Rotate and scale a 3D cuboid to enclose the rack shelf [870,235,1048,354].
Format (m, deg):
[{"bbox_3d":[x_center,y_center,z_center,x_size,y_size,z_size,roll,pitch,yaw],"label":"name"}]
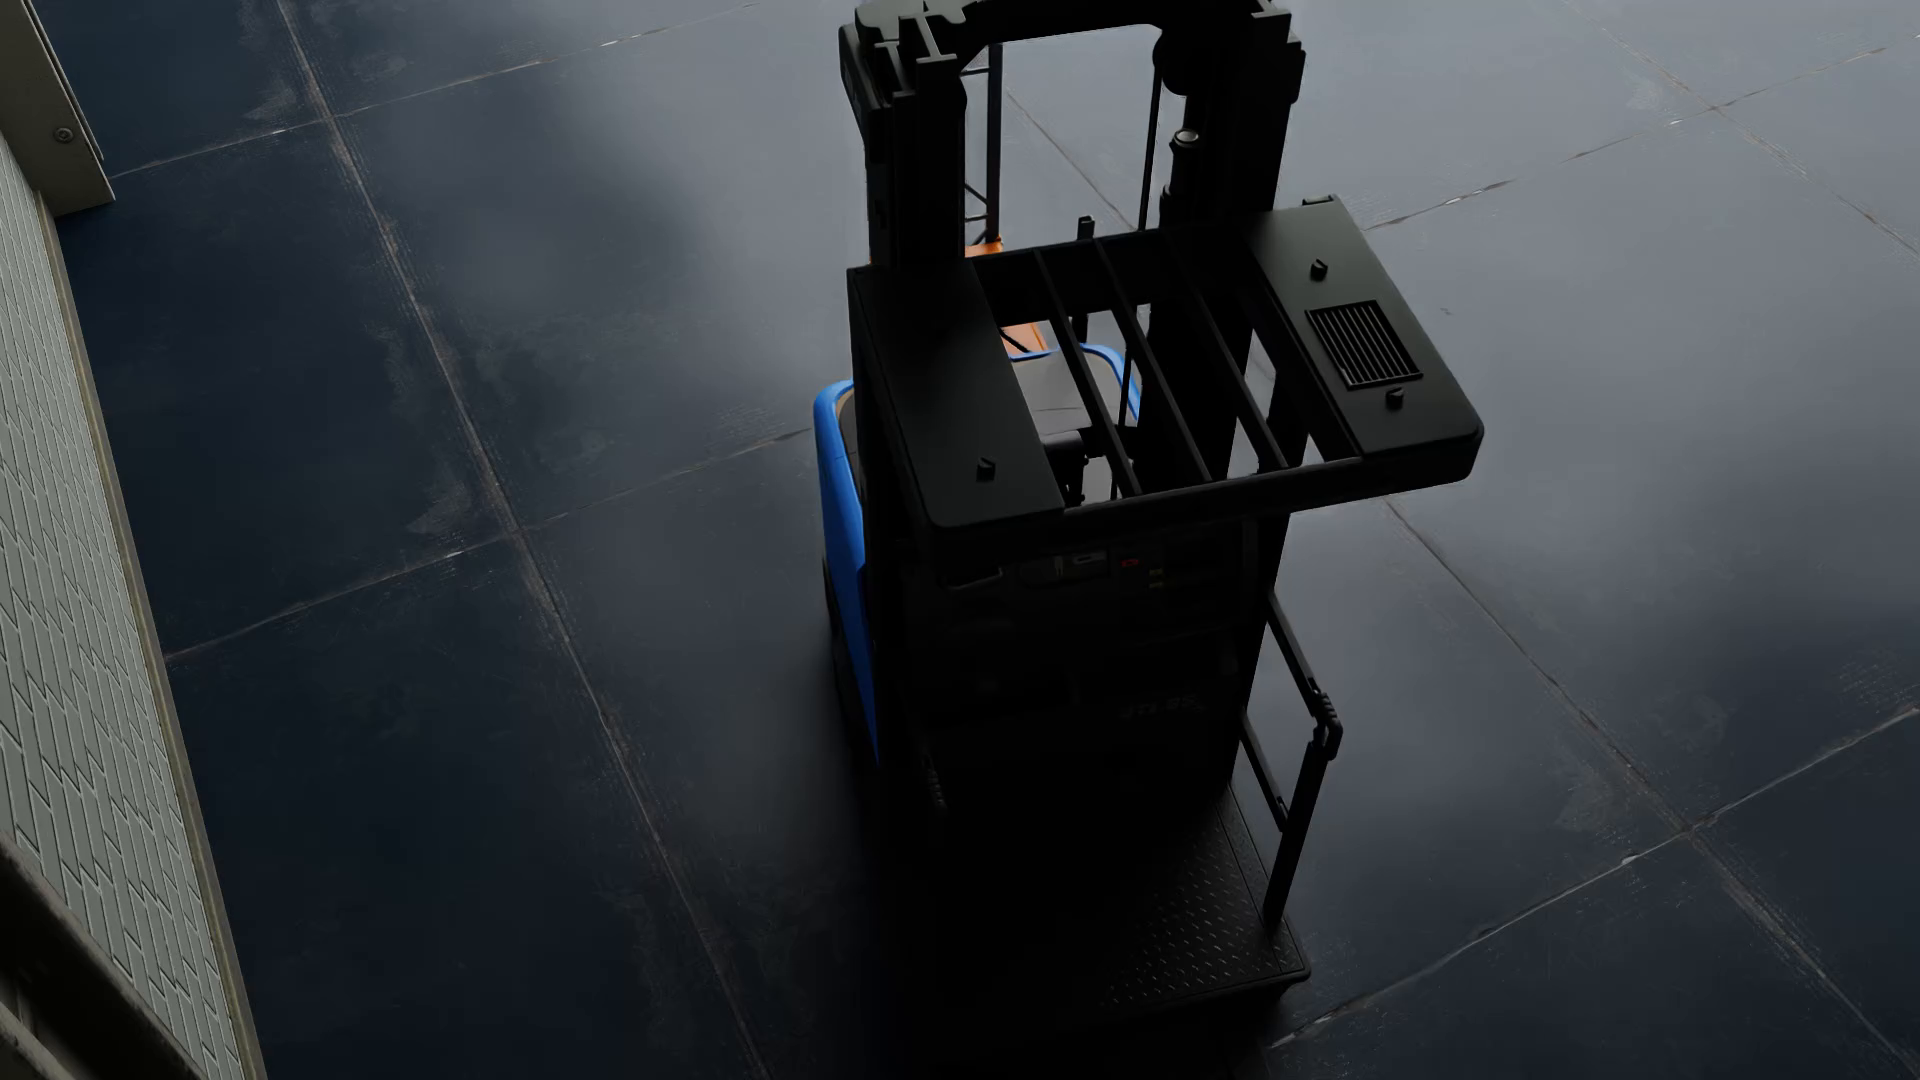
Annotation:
[{"bbox_3d":[0.036,-0.702,6.107,0.538,0.185,1.000,-12,50,-10],"label":"rack shelf"}]

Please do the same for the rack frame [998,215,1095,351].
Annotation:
[{"bbox_3d":[0.170,-0.451,5.648,0.500,1.500,0.032,-12,50,-10],"label":"rack frame"}]

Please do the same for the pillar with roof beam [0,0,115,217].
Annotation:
[{"bbox_3d":[-0.265,-6.079,5.589,9.100,9.000,0.400,-21,52,-18],"label":"pillar with roof beam"}]

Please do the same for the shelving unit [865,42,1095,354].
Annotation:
[{"bbox_3d":[0.034,-0.827,5.977,0.587,1.500,1.083,-12,50,-10],"label":"shelving unit"}]

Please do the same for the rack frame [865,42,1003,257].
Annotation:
[{"bbox_3d":[-0.097,-1.190,6.294,0.500,1.500,0.032,-12,50,-10],"label":"rack frame"}]

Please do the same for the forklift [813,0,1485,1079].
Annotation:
[{"bbox_3d":[0.363,0.245,4.089,1.130,2.935,3.031,-10,50,-9],"label":"forklift"}]
